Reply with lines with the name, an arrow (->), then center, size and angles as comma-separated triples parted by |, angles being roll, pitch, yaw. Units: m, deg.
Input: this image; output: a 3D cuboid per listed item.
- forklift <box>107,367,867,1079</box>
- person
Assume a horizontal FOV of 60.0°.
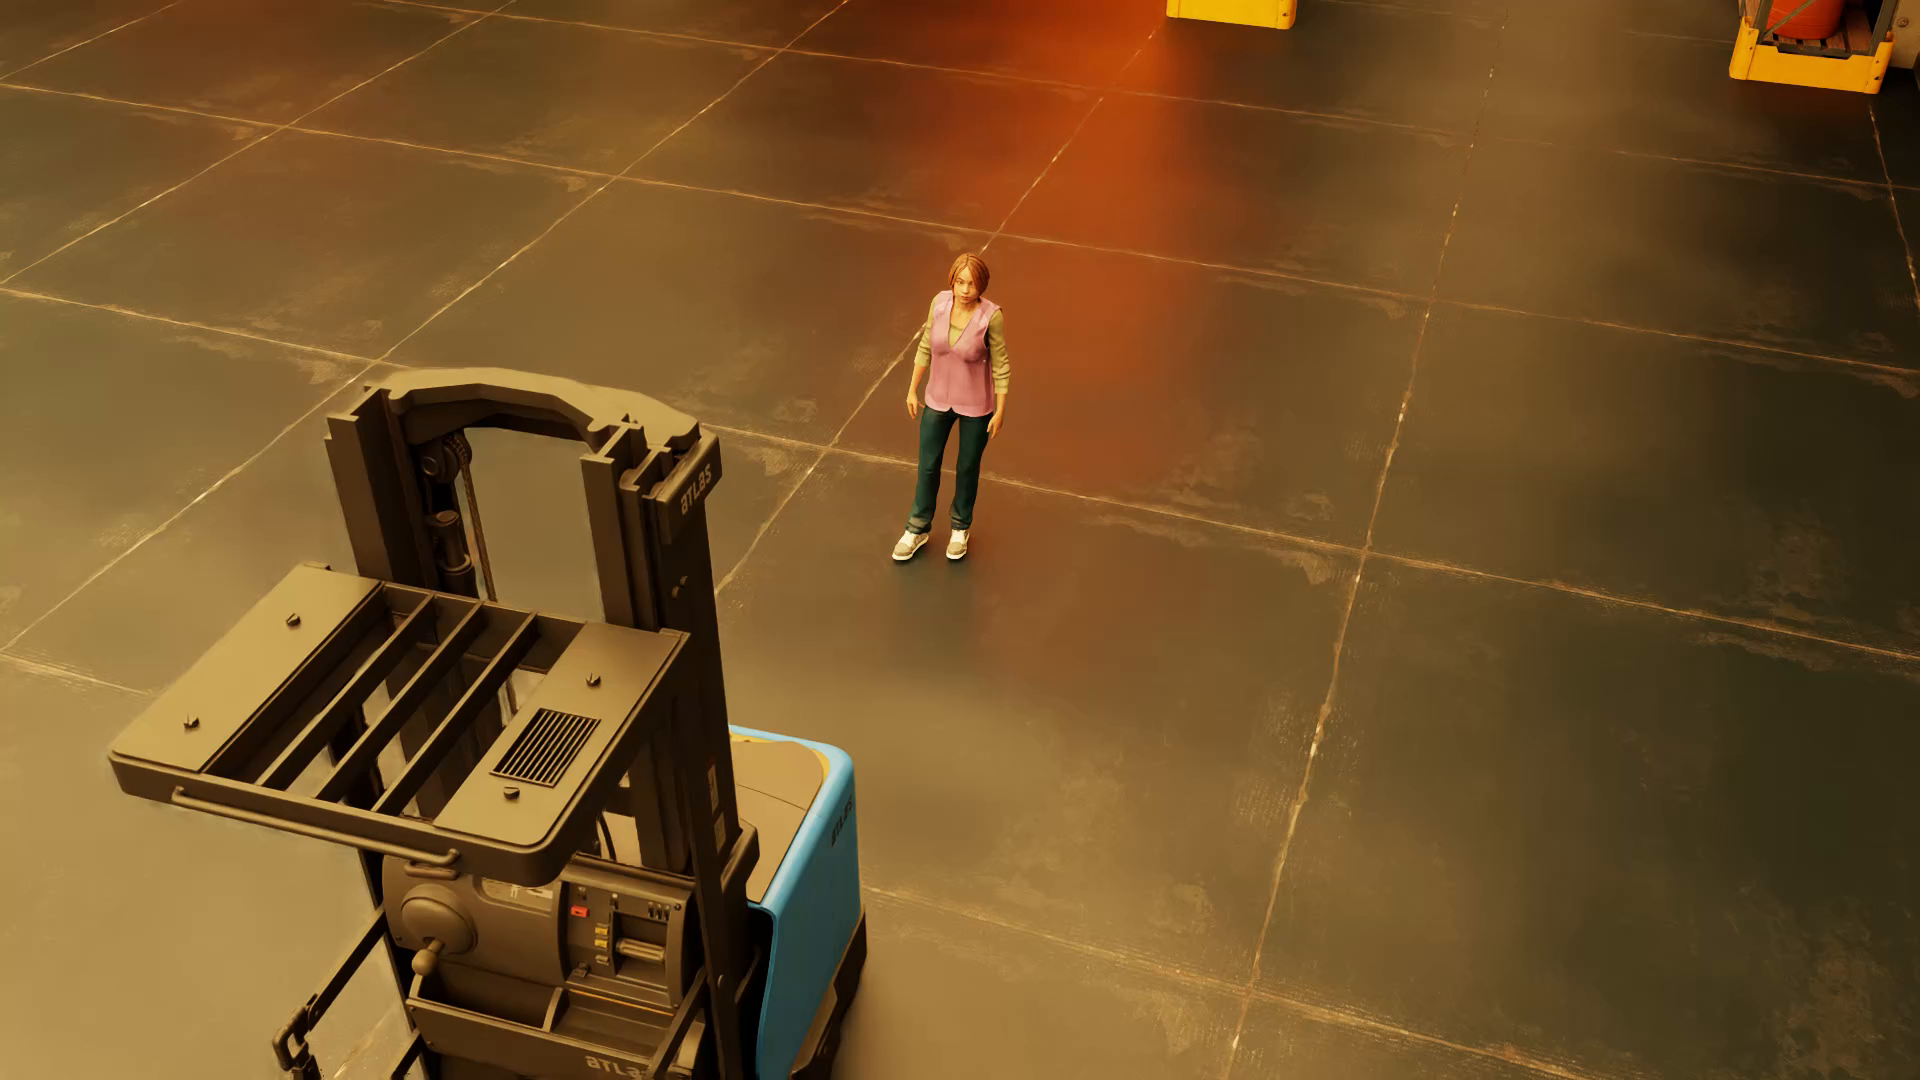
forklift -> -1.255, 1.144, 4.497 | 1.130, 2.935, 3.031 | 10, 36, 13
person -> -0.038, -0.582, 8.152 | 0.520, 1.506, 0.473 | 12, 37, 16
